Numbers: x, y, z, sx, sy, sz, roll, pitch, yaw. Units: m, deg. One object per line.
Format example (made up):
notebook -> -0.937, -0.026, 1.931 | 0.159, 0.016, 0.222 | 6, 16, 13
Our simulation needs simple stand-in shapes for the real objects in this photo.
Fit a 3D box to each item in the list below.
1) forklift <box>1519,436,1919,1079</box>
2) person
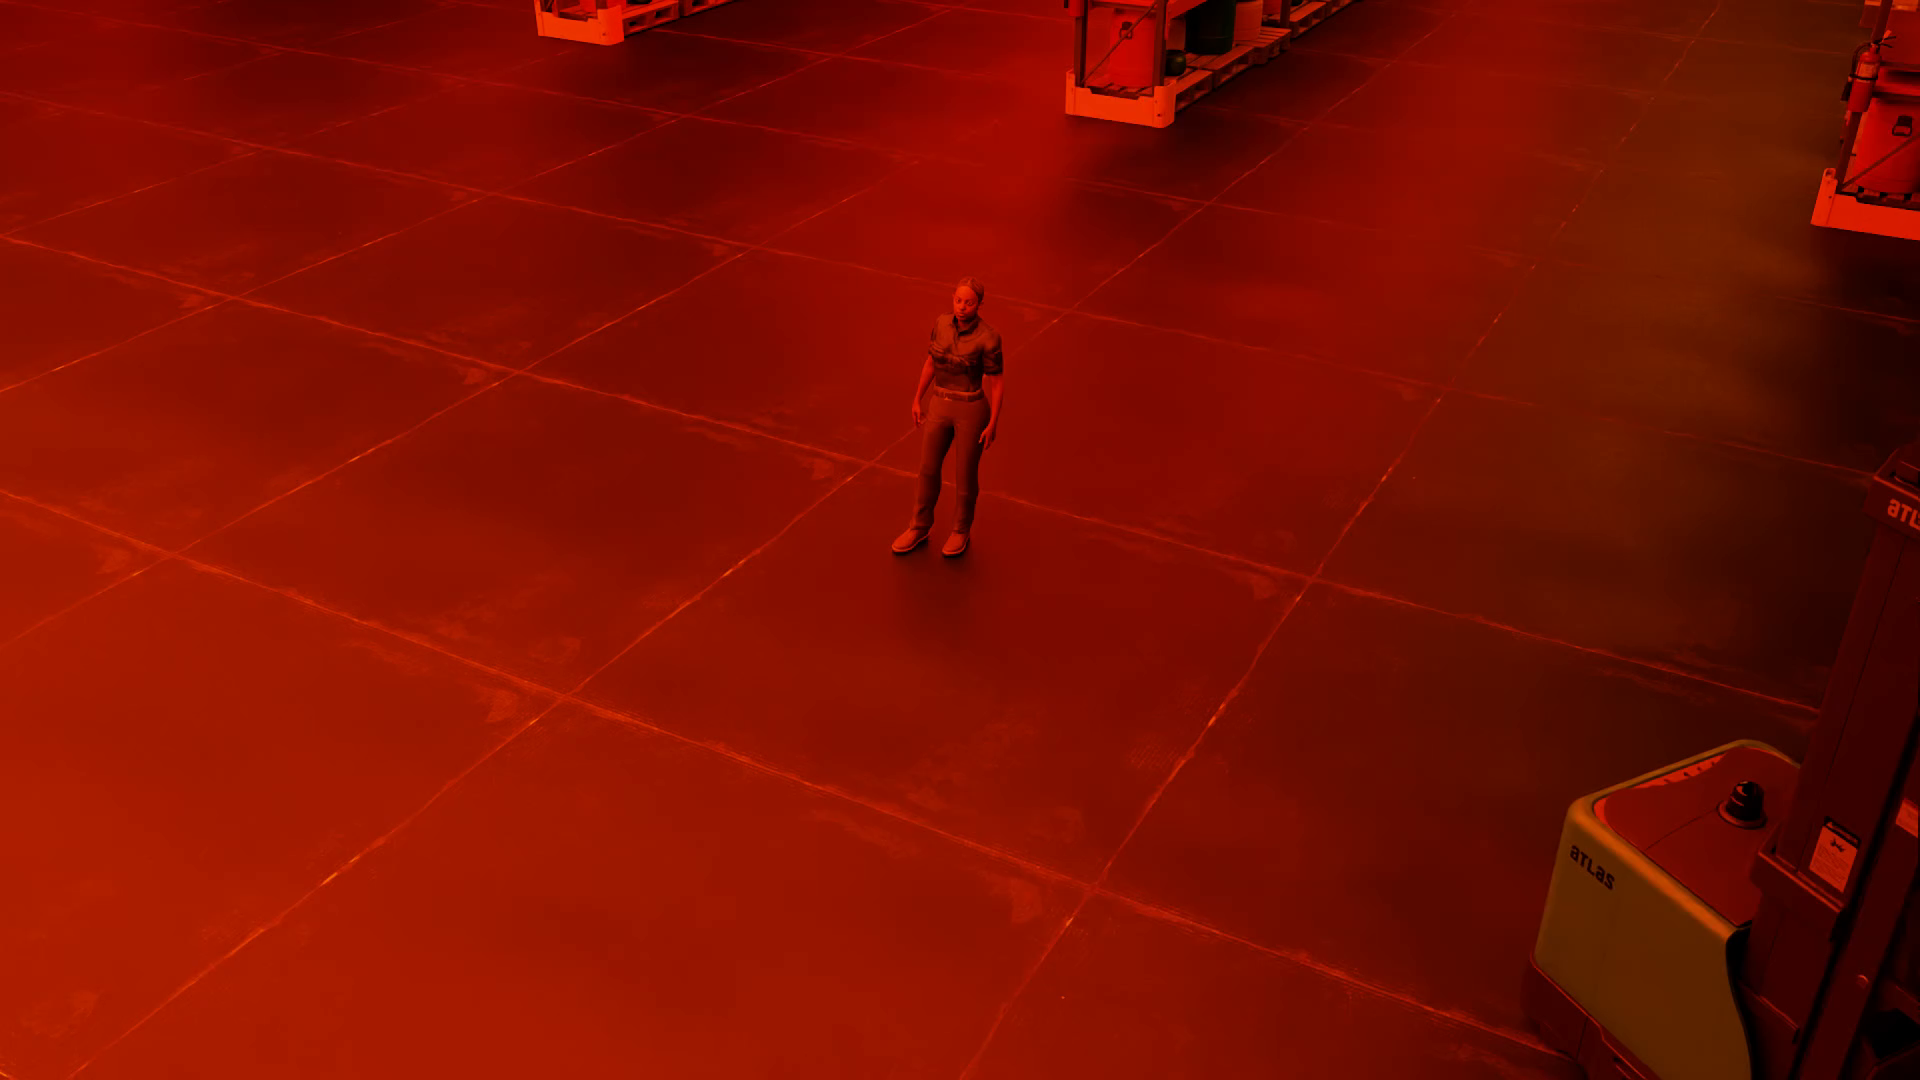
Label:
forklift -> 3.338, 1.189, 5.010 | 1.130, 2.935, 3.031 | -14, 33, -22
person -> -0.060, -0.689, 9.528 | 0.569, 1.654, 0.504 | 15, 33, 25
